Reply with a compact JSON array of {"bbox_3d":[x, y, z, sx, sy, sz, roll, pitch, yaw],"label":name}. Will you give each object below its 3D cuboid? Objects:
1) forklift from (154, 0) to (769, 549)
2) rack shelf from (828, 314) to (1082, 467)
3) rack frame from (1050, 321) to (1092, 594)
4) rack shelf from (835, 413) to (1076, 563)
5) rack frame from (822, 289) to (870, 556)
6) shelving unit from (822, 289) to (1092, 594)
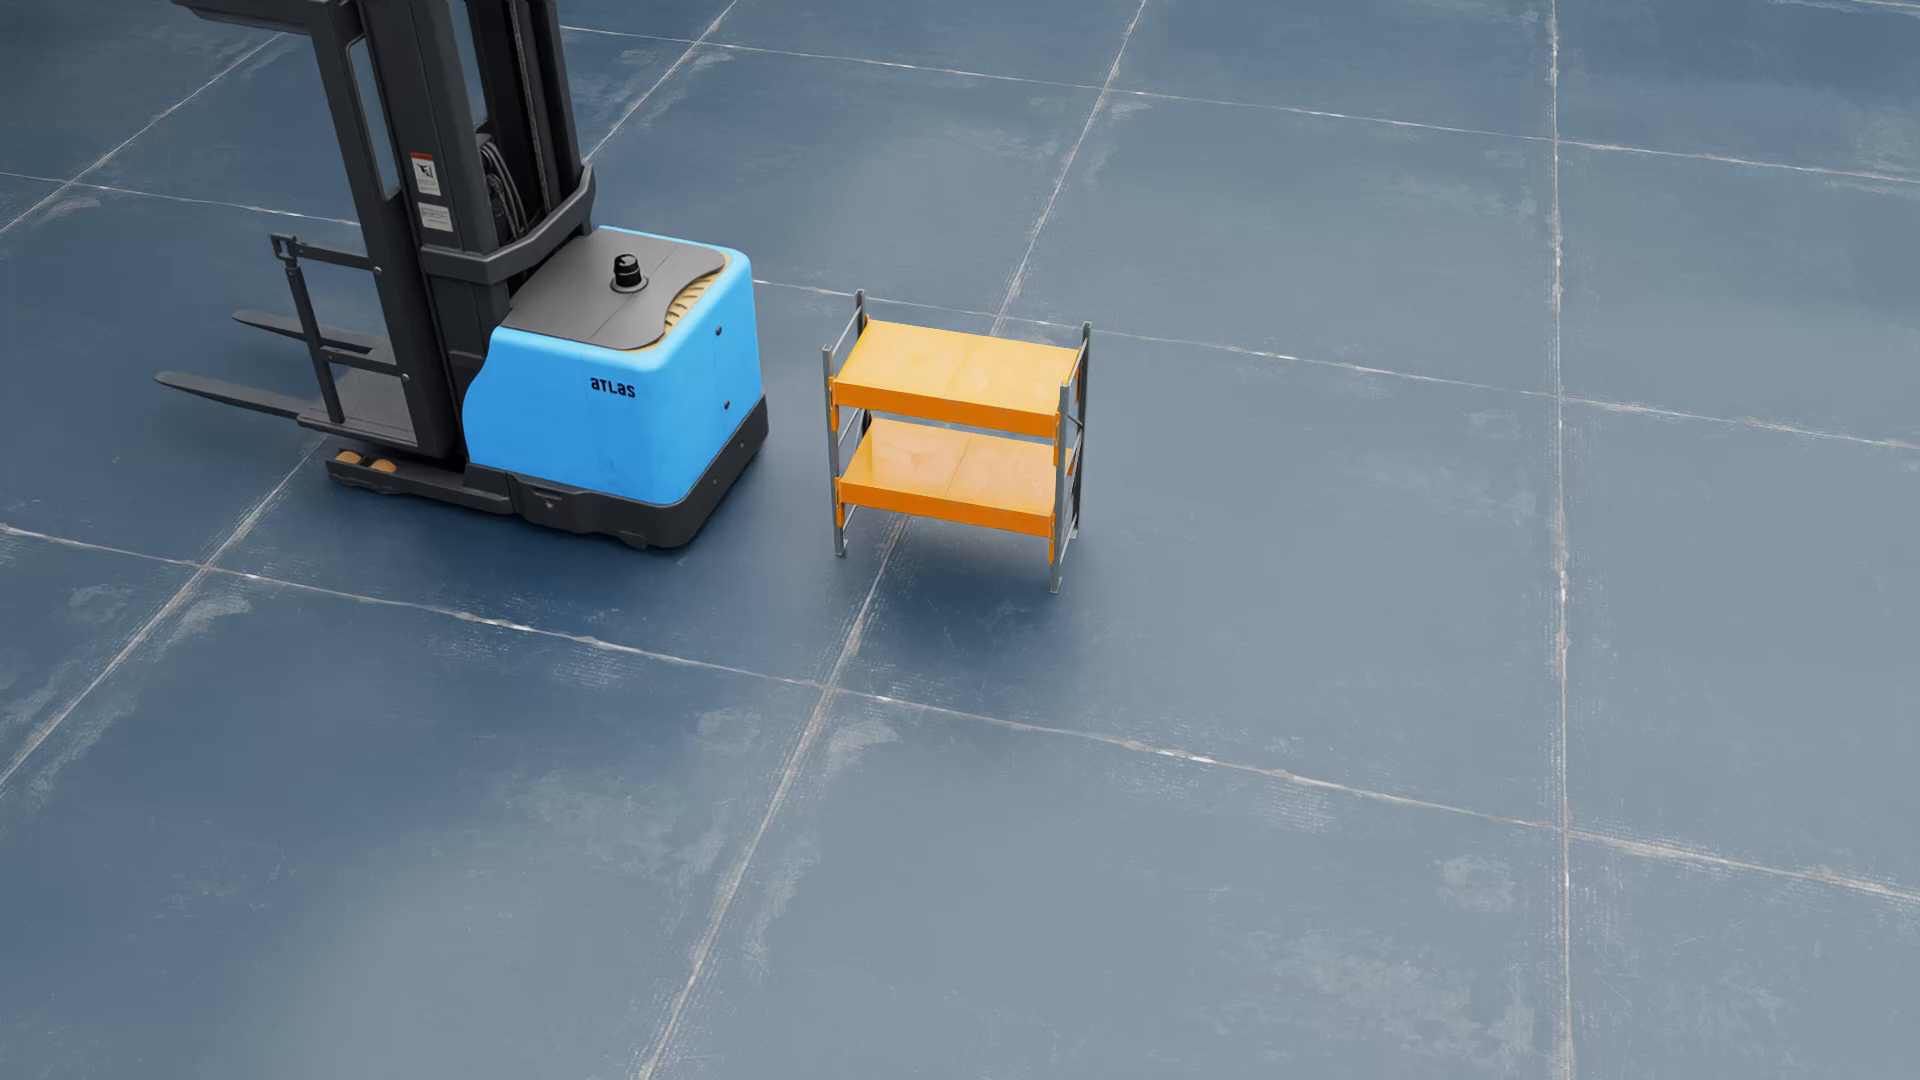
[{"bbox_3d":[-2.526,-1.650,7.436,3.031,2.935,1.130,13,42,15],"label":"forklift"},{"bbox_3d":[-0.007,-0.656,7.201,1.000,0.278,0.538,10,41,11],"label":"rack shelf"},{"bbox_3d":[0.485,-0.347,7.289,0.032,1.125,0.500,10,41,11],"label":"rack frame"},{"bbox_3d":[-0.007,-0.245,7.547,1.000,0.278,0.538,10,41,11],"label":"rack shelf"},{"bbox_3d":[-0.498,-0.516,7.490,0.032,1.125,0.500,10,41,11],"label":"rack frame"},{"bbox_3d":[-0.007,-0.432,7.390,1.048,1.125,0.538,10,41,11],"label":"shelving unit"}]
